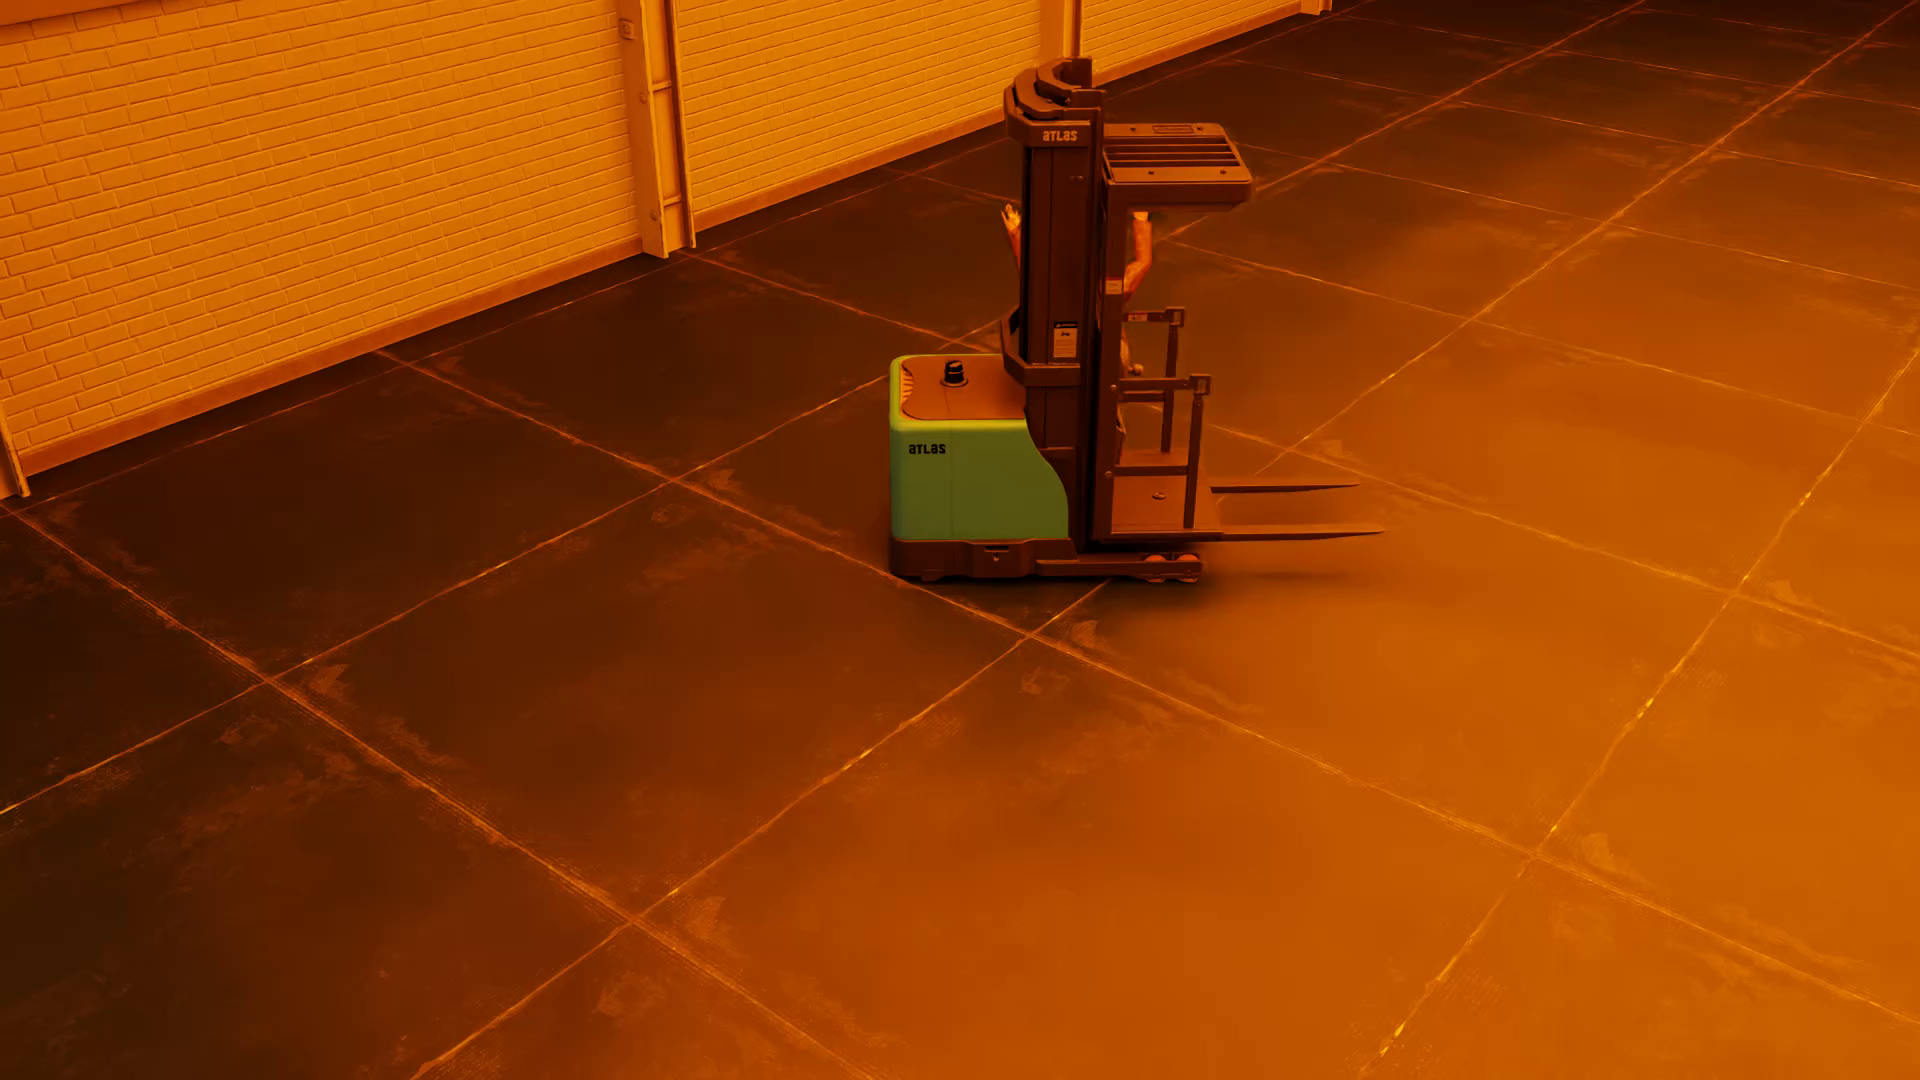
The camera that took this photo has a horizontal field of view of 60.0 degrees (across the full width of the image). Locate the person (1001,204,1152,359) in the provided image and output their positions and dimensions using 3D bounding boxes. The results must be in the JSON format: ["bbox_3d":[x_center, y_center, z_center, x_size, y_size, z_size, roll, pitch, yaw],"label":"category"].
[{"bbox_3d":[0.772,-1.438,11.328,1.011,1.693,0.768,1,30,2],"label":"person"}]

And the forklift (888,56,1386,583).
[{"bbox_3d":[1.080,-1.273,9.773,3.031,2.935,1.130,-1,30,-2],"label":"forklift"}]
